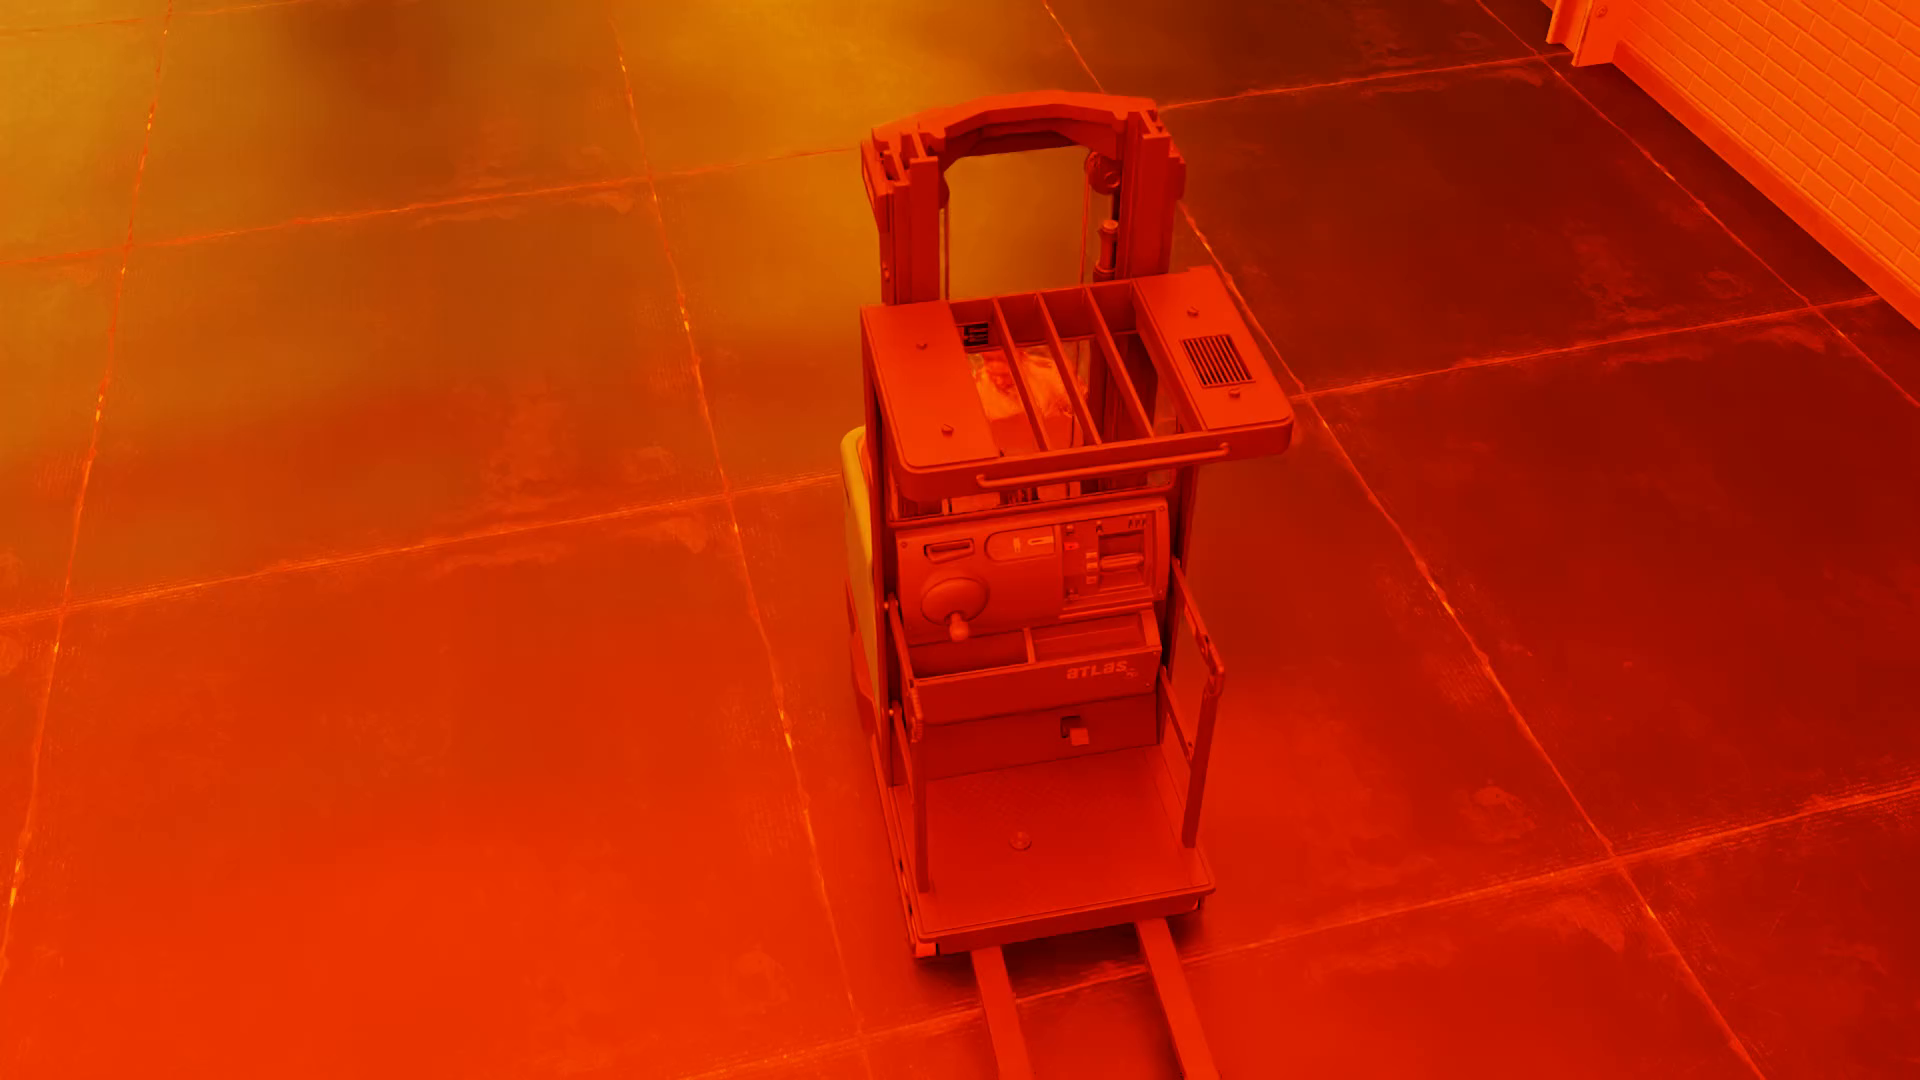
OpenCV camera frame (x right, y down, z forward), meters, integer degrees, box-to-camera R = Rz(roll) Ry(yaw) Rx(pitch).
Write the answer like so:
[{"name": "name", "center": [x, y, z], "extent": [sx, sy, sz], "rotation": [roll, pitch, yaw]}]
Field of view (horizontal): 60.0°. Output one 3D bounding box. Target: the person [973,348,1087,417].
[{"name": "person", "center": [0.198, -0.183, 6.910], "extent": [0.840, 1.454, 0.720], "rotation": [3, 43, 3]}]

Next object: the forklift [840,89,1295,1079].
[{"name": "forklift", "center": [0.296, 0.190, 5.444], "extent": [1.130, 2.935, 3.031], "rotation": [-8, 44, -8]}]
